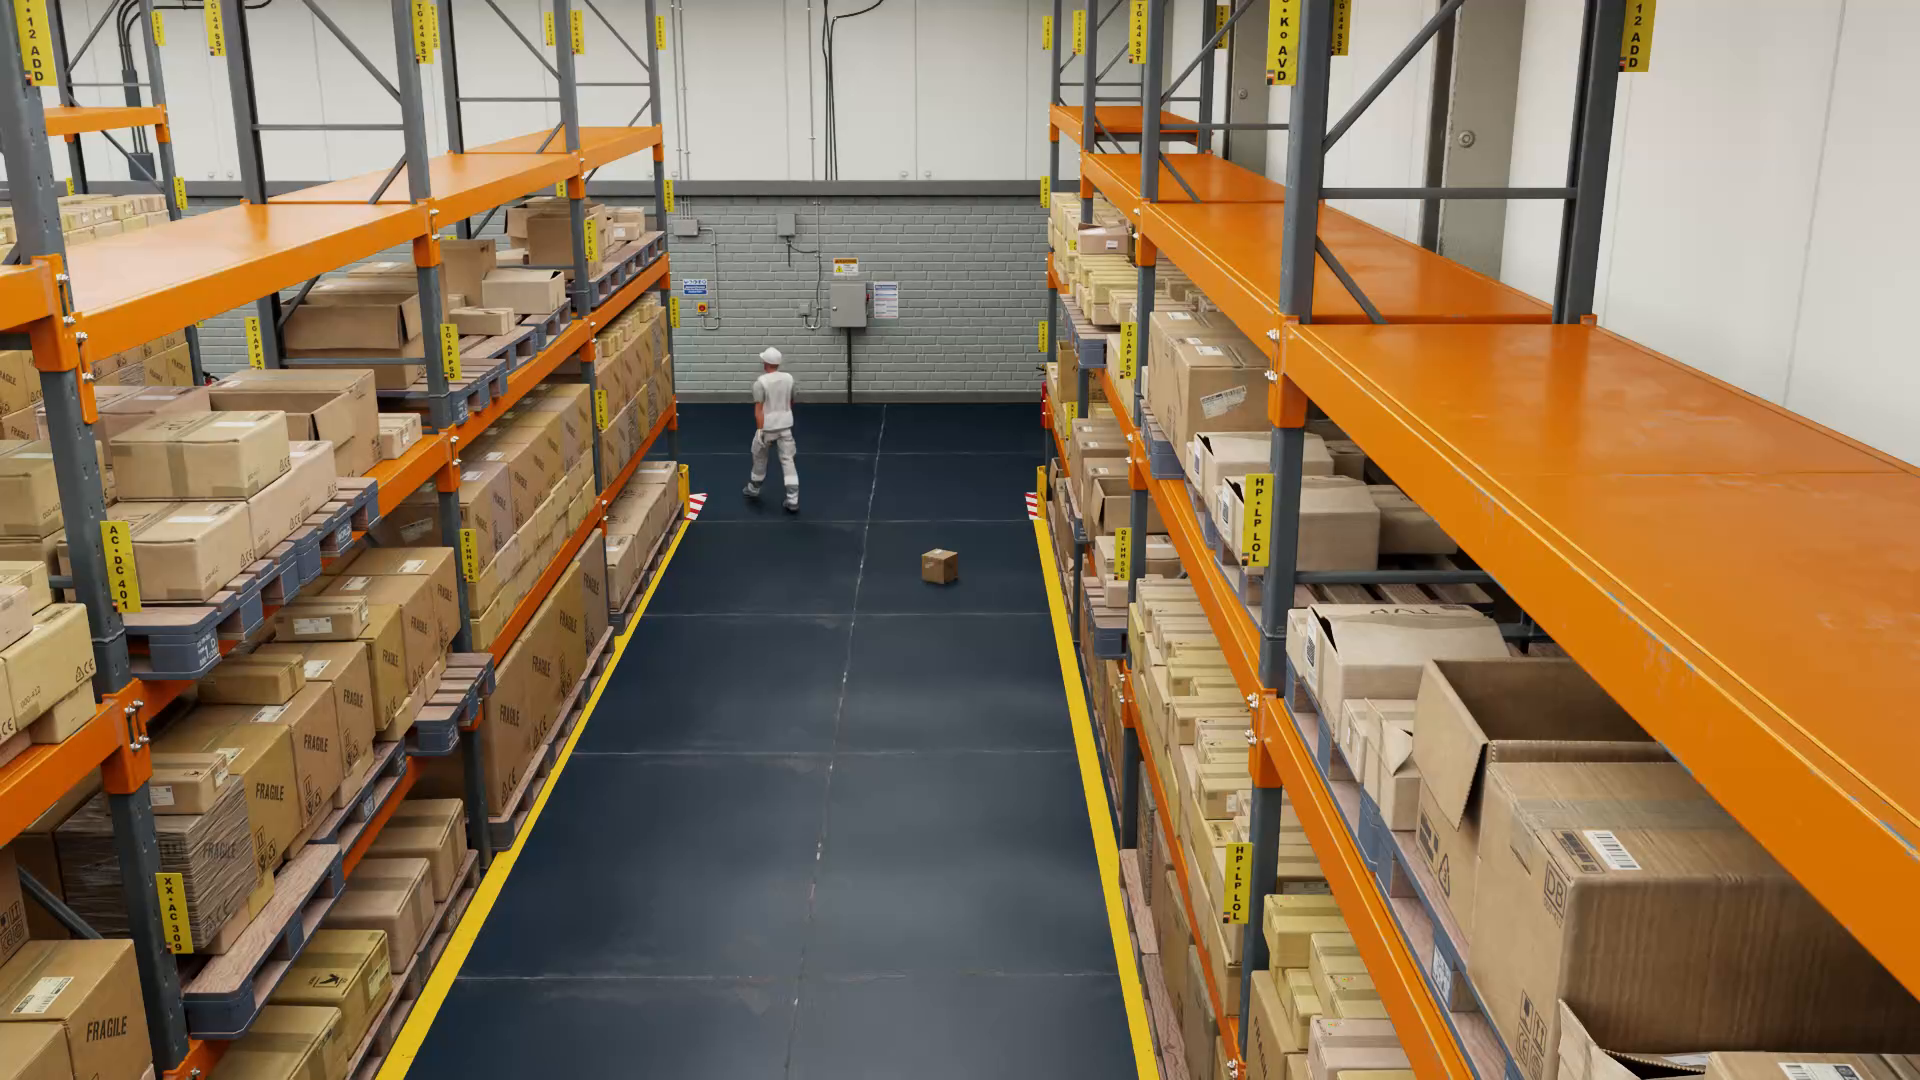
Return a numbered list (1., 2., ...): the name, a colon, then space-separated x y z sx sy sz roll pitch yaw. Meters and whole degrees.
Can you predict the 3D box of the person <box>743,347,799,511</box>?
1. person: -2.072 -1.261 18.169 0.528 1.735 1.000 -9 19 -27
